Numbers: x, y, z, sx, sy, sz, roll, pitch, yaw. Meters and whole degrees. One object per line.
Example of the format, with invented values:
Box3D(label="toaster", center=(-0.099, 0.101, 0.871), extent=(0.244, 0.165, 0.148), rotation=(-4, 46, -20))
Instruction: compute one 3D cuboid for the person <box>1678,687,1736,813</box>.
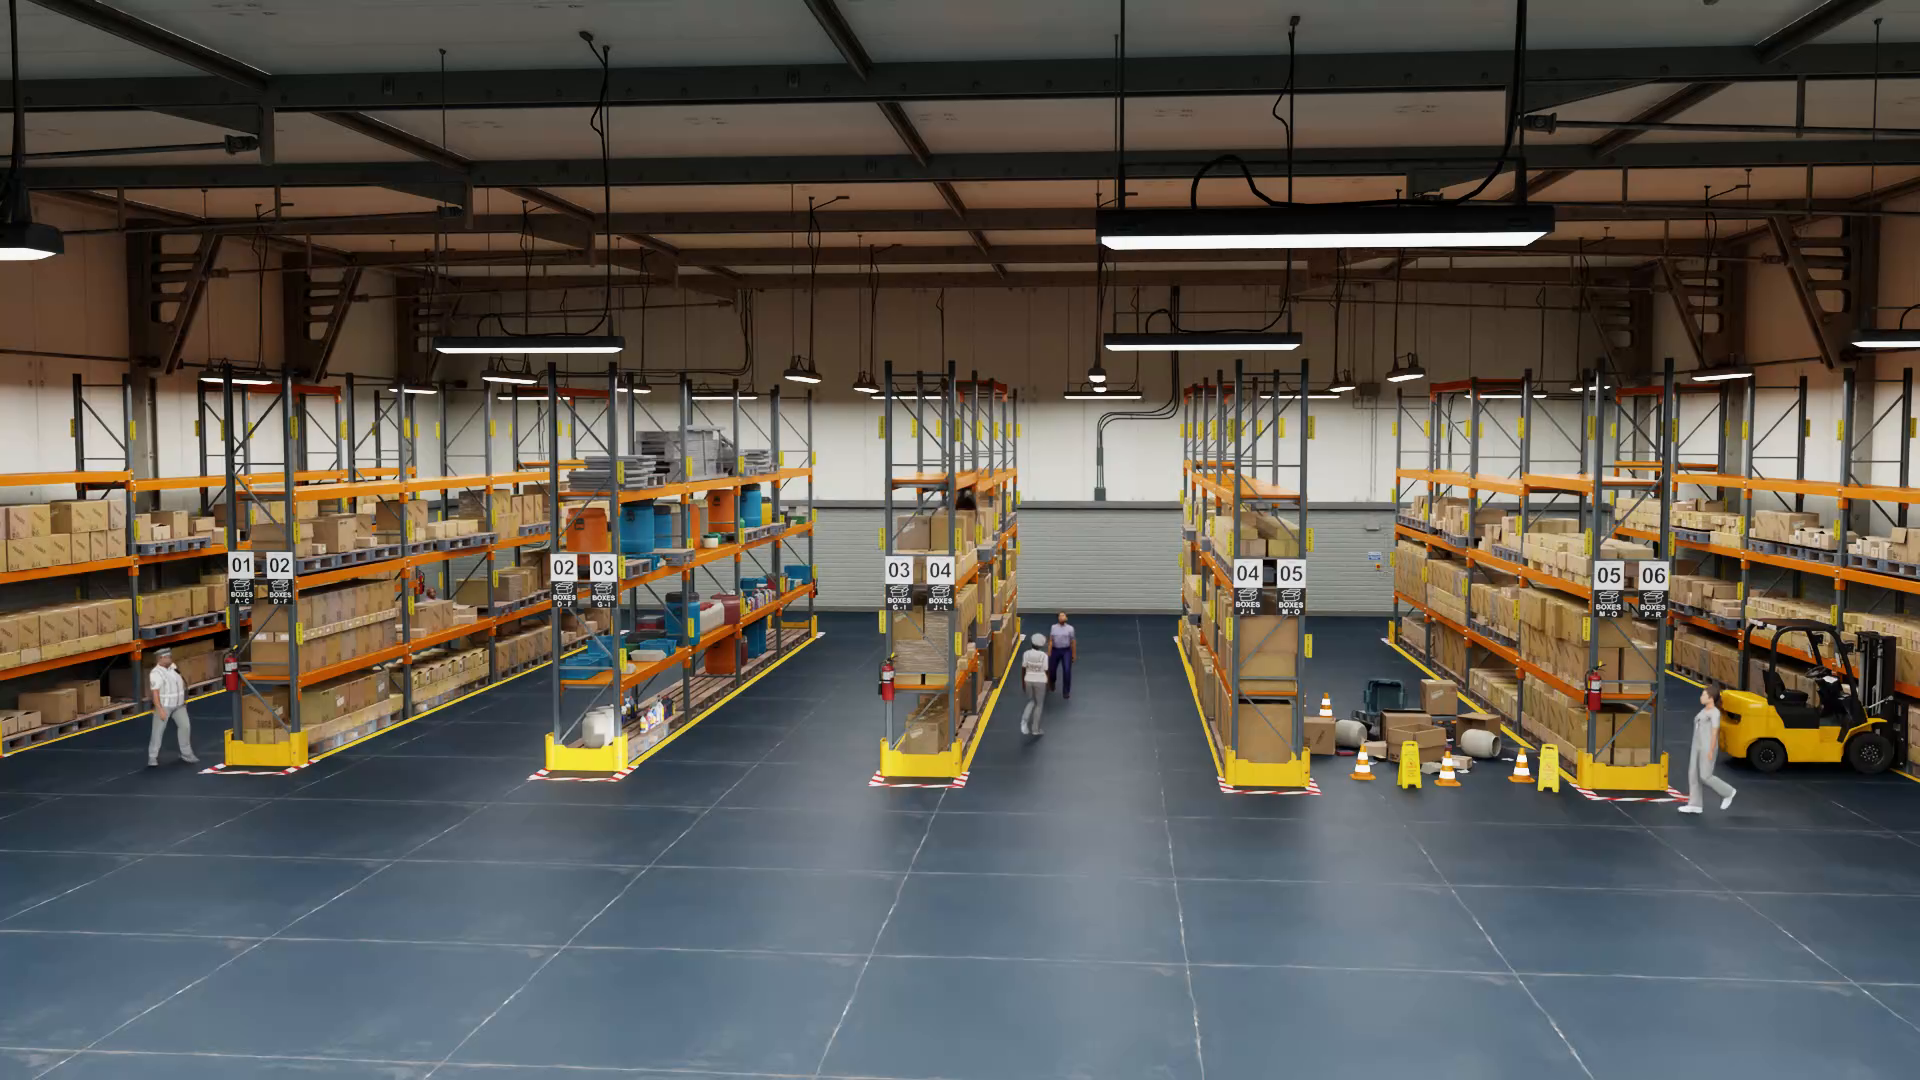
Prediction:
Box3D(label="person", center=(9.769, 2.739, 21.681), extent=(0.677, 1.655, 0.445), rotation=(-1, 4, -14))

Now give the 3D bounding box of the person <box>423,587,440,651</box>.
Box3D(label="person", center=(-11.469, 1.812, 36.237), extent=(0.451, 1.595, 0.473), rotation=(0, 4, 2))

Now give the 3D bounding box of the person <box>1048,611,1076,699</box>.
Box3D(label="person", center=(1.909, 2.138, 31.218), extent=(0.545, 1.608, 0.656), rotation=(0, 4, 1))

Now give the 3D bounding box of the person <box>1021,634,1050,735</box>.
Box3D(label="person", center=(1.252, 2.358, 27.240), extent=(0.469, 1.678, 0.464), rotation=(3, 5, 37))

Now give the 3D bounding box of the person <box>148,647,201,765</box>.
Box3D(label="person", center=(-11.867, 2.503, 24.978), extent=(0.523, 1.814, 0.696), rotation=(2, 4, 26))
